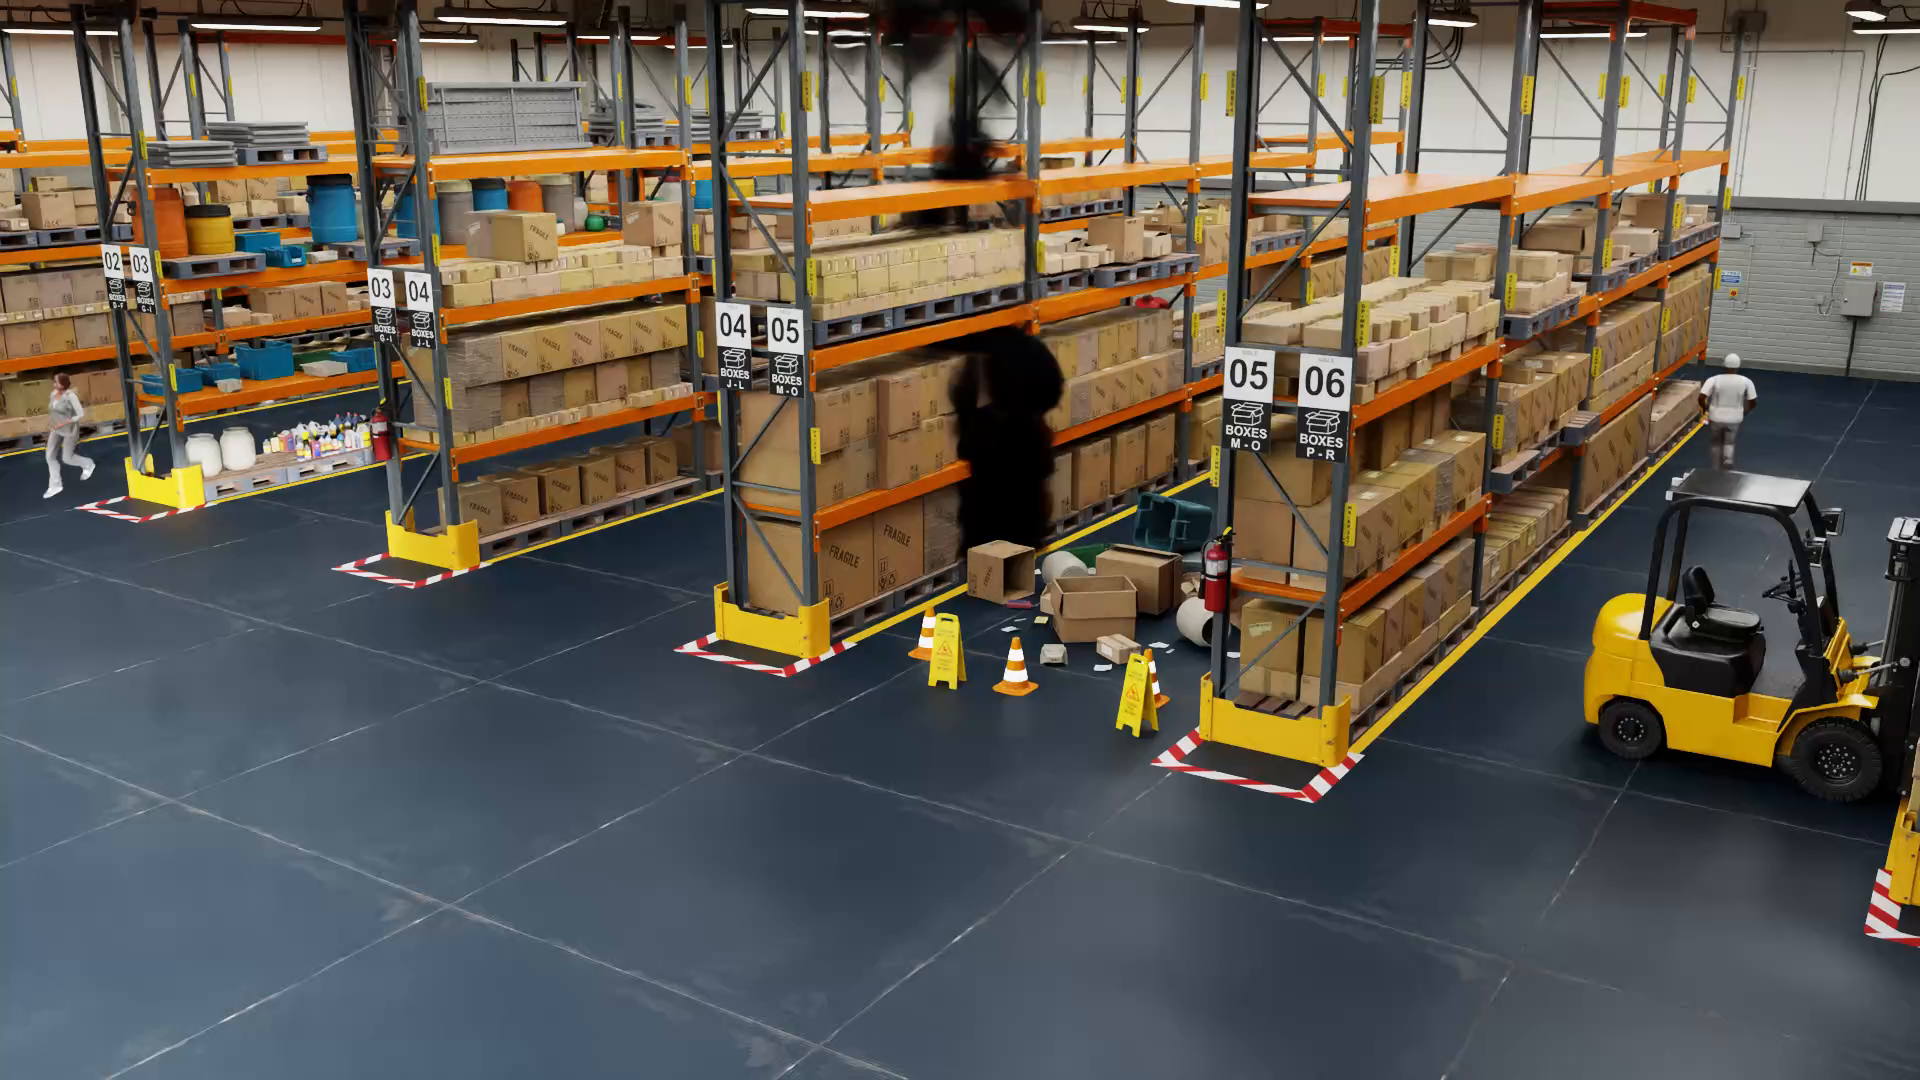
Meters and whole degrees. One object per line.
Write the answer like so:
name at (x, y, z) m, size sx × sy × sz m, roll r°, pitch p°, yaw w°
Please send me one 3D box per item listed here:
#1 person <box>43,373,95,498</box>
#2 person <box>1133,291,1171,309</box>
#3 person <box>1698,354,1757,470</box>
person at (-11.402, -1.361, 21.291) m, size 0.583 × 1.556 × 0.757 m, roll 5°, pitch 16°, yaw 17°
person at (3.282, -3.567, 28.919) m, size 0.635 × 1.784 × 0.748 m, roll 10°, pitch 18°, yaw 31°
person at (9.935, -1.558, 21.615) m, size 0.699 × 1.737 × 0.758 m, roll 6°, pitch 17°, yaw 21°
